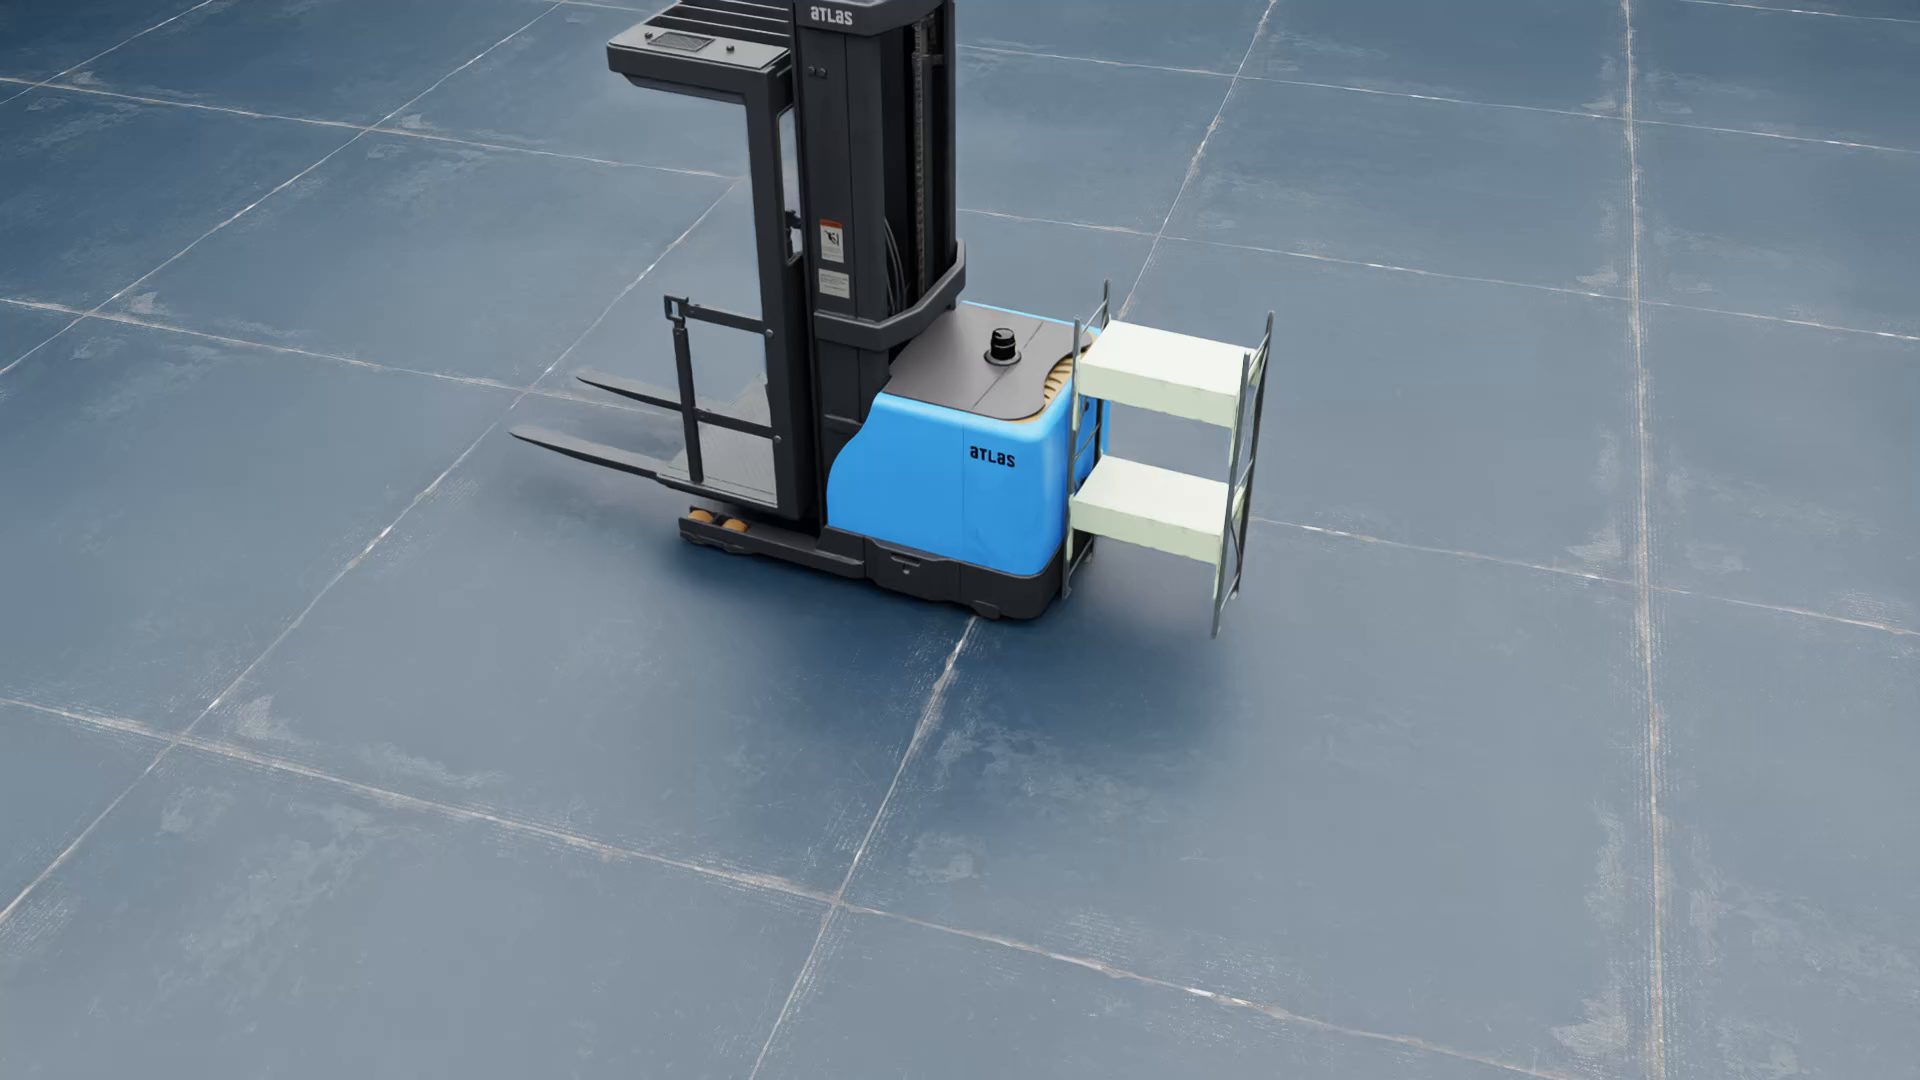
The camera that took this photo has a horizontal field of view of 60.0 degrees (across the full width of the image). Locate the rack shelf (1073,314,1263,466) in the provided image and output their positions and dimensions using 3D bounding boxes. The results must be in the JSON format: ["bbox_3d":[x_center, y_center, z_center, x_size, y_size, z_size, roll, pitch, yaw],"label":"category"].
[{"bbox_3d":[0.906,-0.658,7.220,0.720,0.370,0.431,15,39,19],"label":"rack shelf"}]

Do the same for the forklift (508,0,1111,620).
[{"bbox_3d":[-0.829,-1.384,7.658,3.031,2.935,1.130,15,39,19],"label":"forklift"}]

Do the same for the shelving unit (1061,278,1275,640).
[{"bbox_3d":[0.906,-0.344,7.452,0.755,1.500,0.431,15,39,19],"label":"shelving unit"}]

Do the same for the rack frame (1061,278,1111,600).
[{"bbox_3d":[0.571,-0.431,7.570,0.023,1.500,0.400,15,39,19],"label":"rack frame"}]

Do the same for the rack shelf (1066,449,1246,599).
[{"bbox_3d":[0.906,-0.081,7.645,0.720,0.370,0.431,15,39,19],"label":"rack shelf"}]

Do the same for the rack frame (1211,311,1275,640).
[{"bbox_3d":[1.241,-0.257,7.333,0.023,1.500,0.400,15,39,19],"label":"rack frame"}]
